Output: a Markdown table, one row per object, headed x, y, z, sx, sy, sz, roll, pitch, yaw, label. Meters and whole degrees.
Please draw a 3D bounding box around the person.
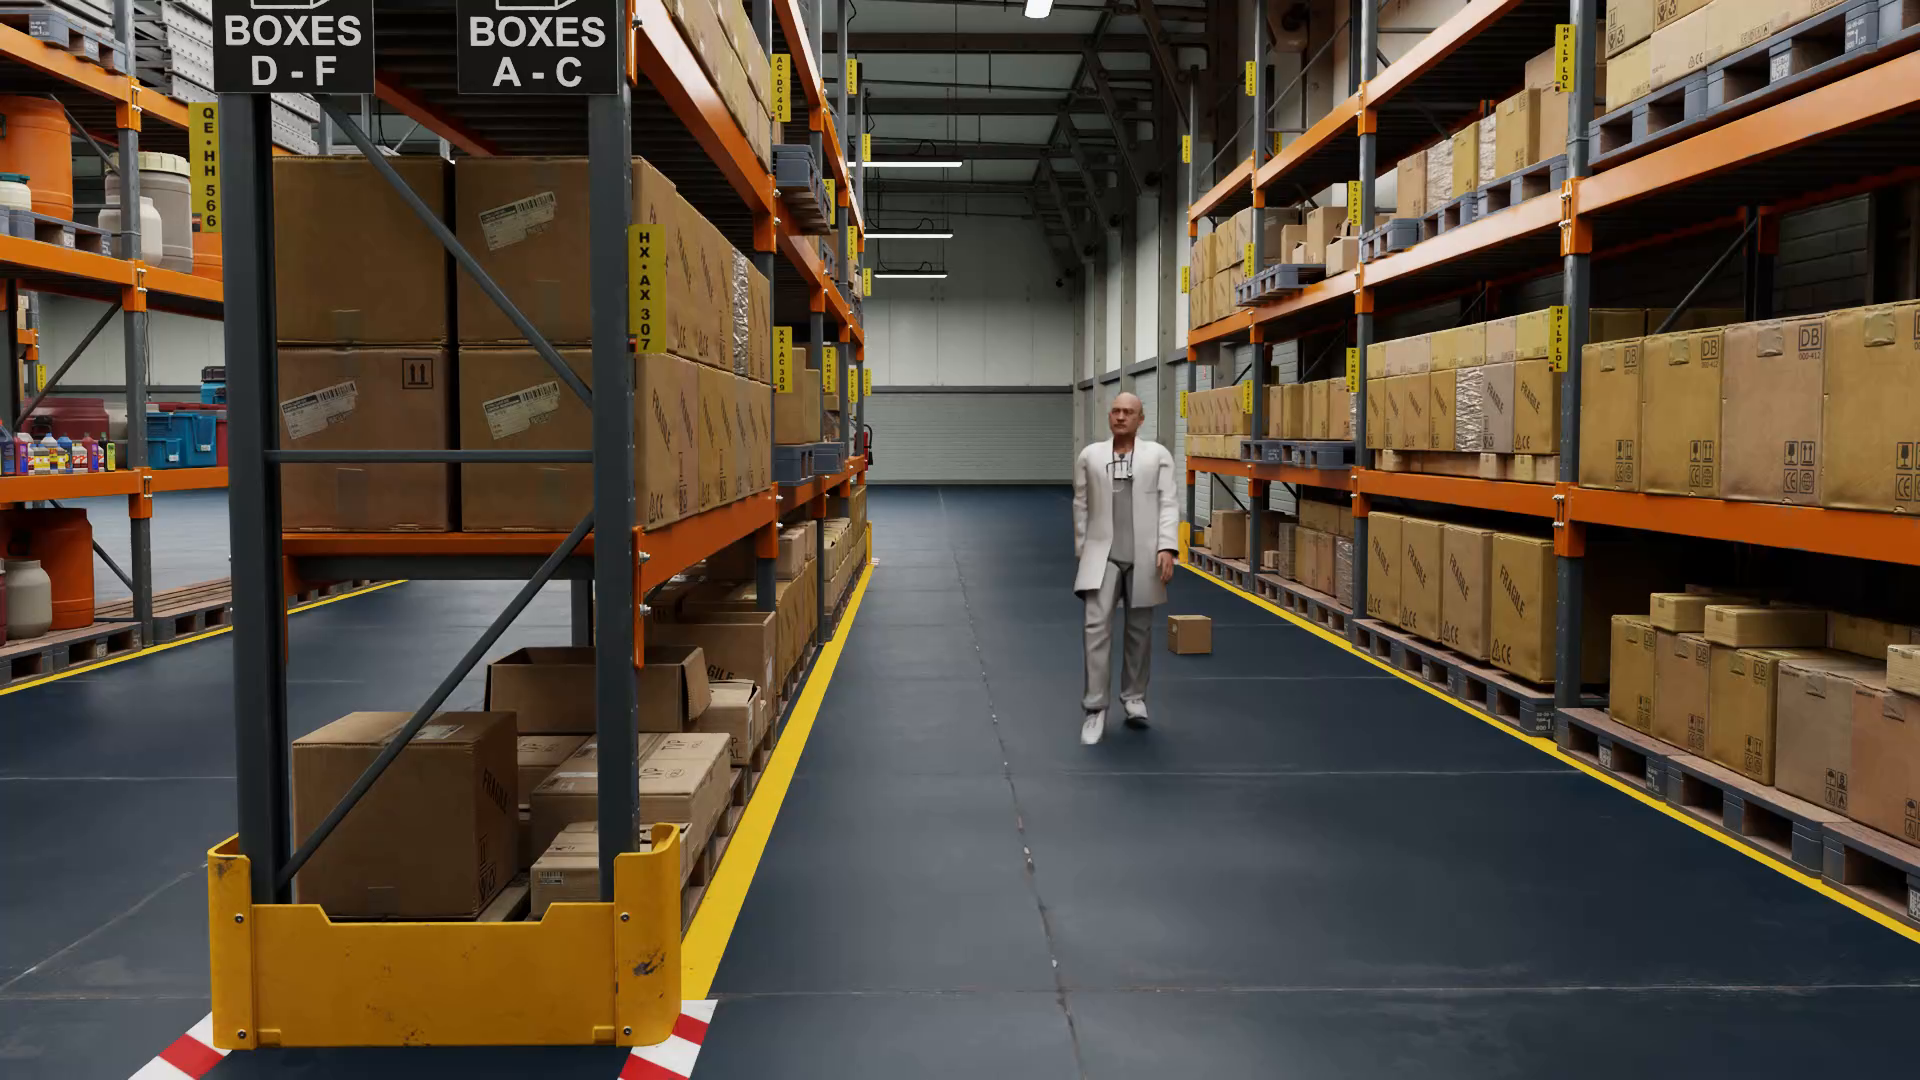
| x | y | z | sx | sy | sz | roll | pitch | yaw | label |
| --- | --- | --- | --- | --- | --- | --- | --- | --- | --- |
| 0.866 | 0.130 | 8.752 | 0.576 | 1.811 | 0.832 | 0 | 4 | 7 | person |
